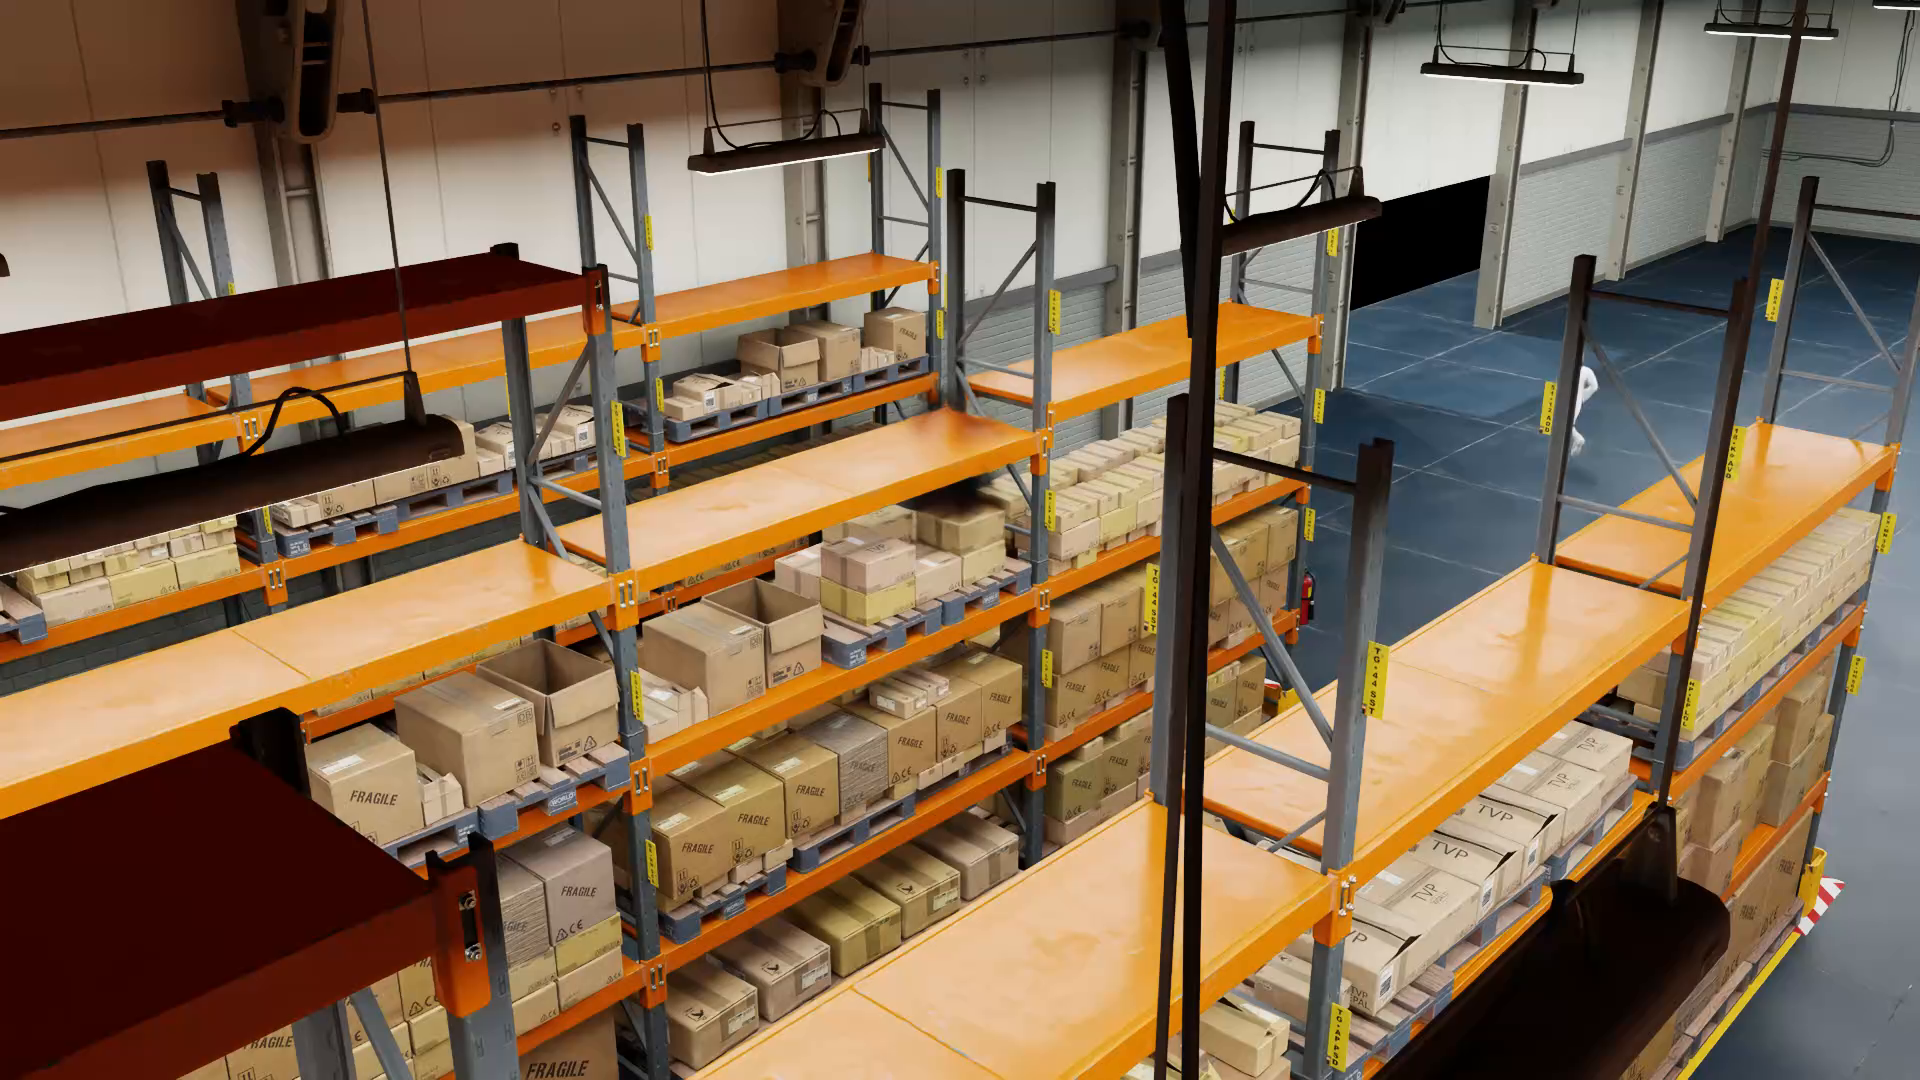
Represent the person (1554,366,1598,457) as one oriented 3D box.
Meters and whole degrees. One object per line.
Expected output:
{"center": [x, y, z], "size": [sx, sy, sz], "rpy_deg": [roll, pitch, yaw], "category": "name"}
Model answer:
{"center": [9.069, -1.991, 24.774], "size": [0.710, 1.733, 0.638], "rpy_deg": [-4, 22, -11], "category": "person"}
